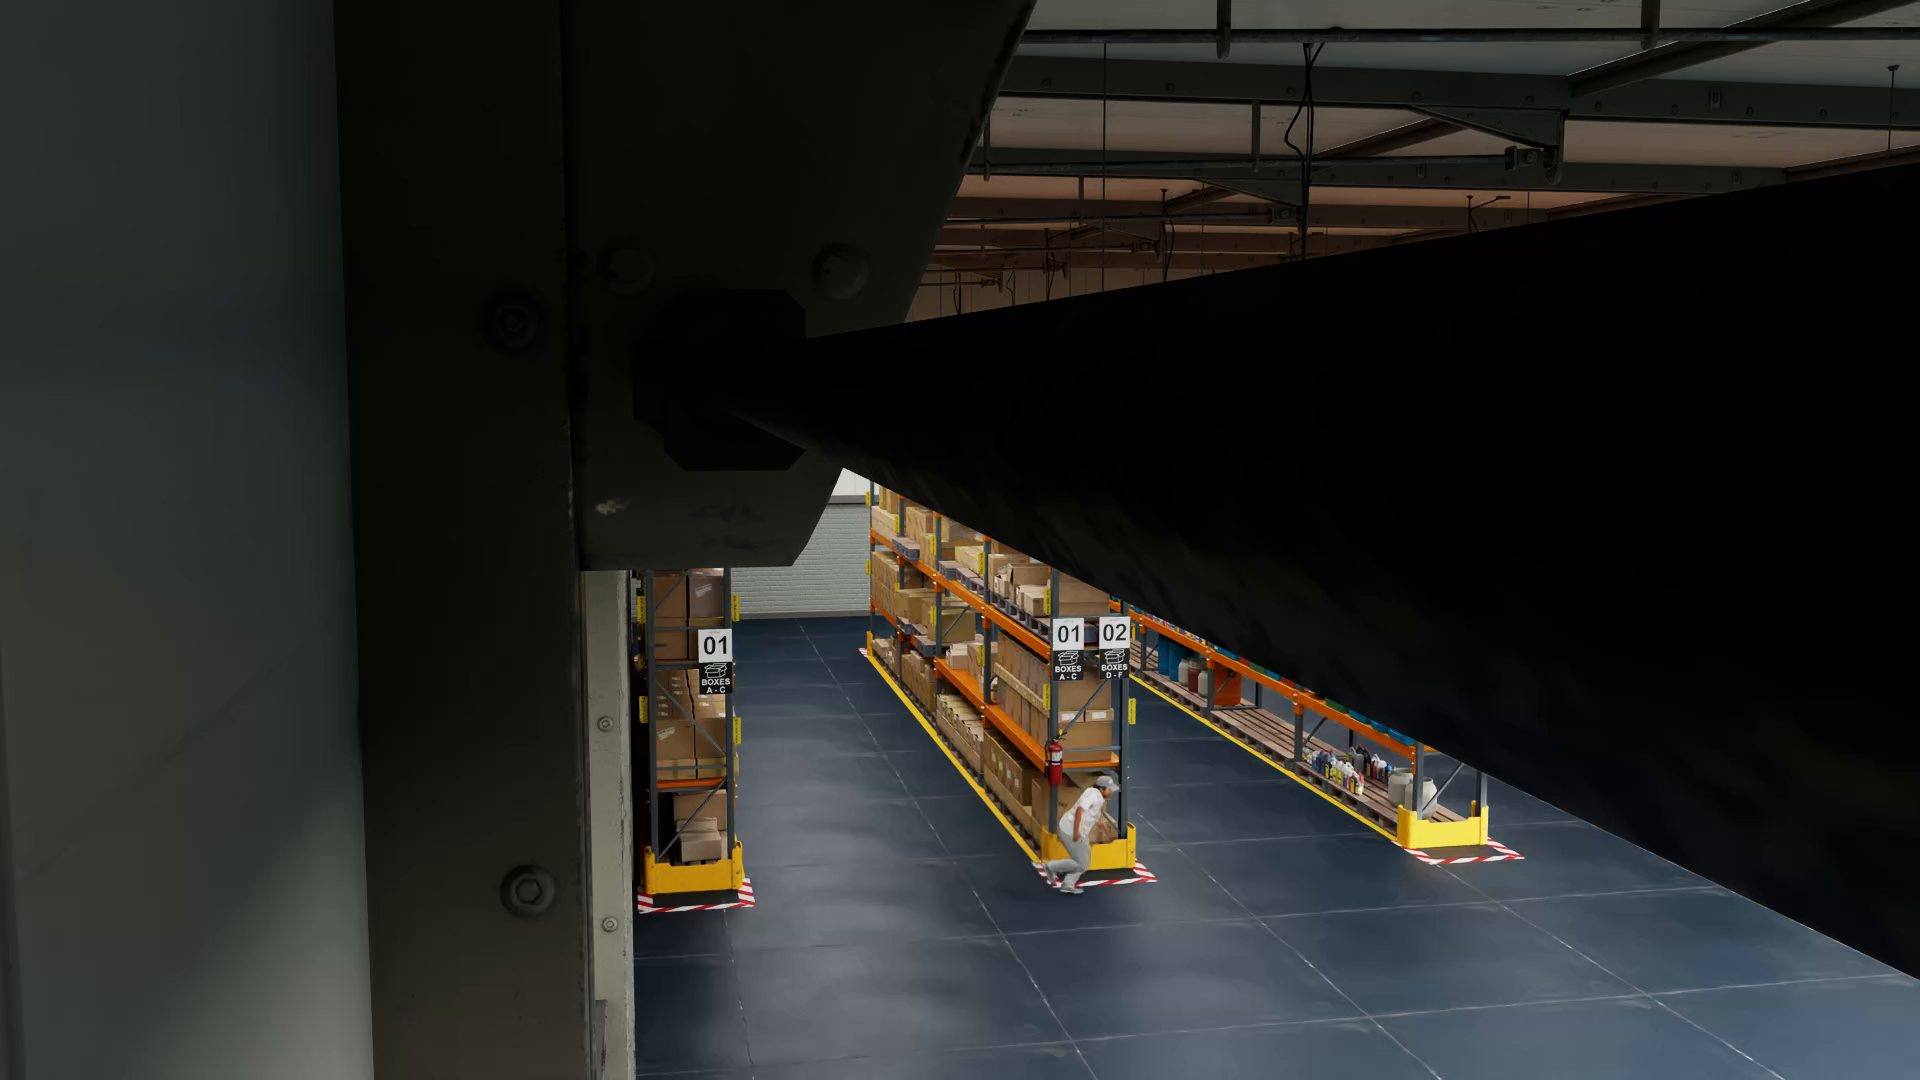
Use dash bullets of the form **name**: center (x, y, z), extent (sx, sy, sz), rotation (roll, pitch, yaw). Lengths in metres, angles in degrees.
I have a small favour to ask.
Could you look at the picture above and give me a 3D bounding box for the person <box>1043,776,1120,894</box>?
- **person**: center (1.447, 3.540, 19.891), extent (0.914, 1.474, 0.625), rotation (1, 6, 6)
